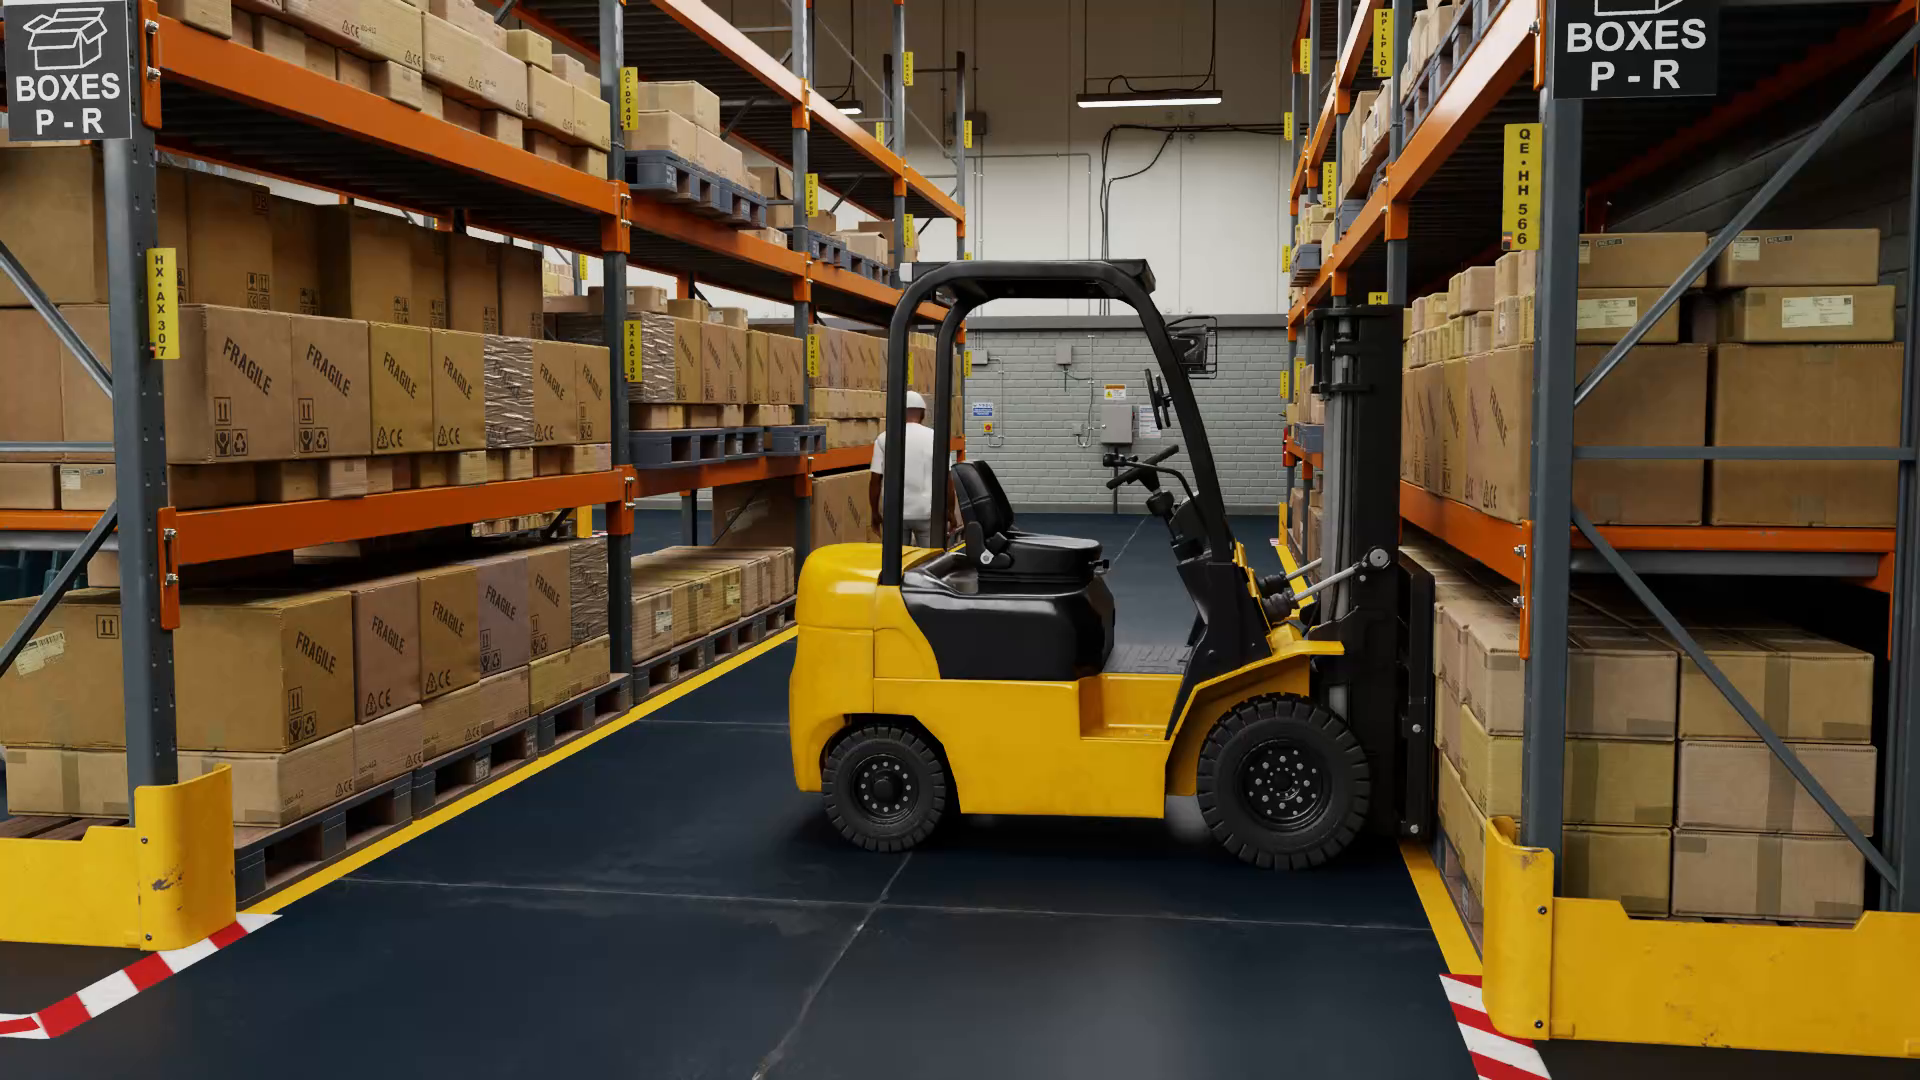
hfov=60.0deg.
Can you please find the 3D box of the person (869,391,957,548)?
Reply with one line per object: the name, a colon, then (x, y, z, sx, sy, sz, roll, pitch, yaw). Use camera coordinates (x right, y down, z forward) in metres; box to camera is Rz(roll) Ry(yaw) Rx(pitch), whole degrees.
person: (-0.334, -0.184, 11.926, 0.626, 1.757, 0.459, 1, 4, 7)
